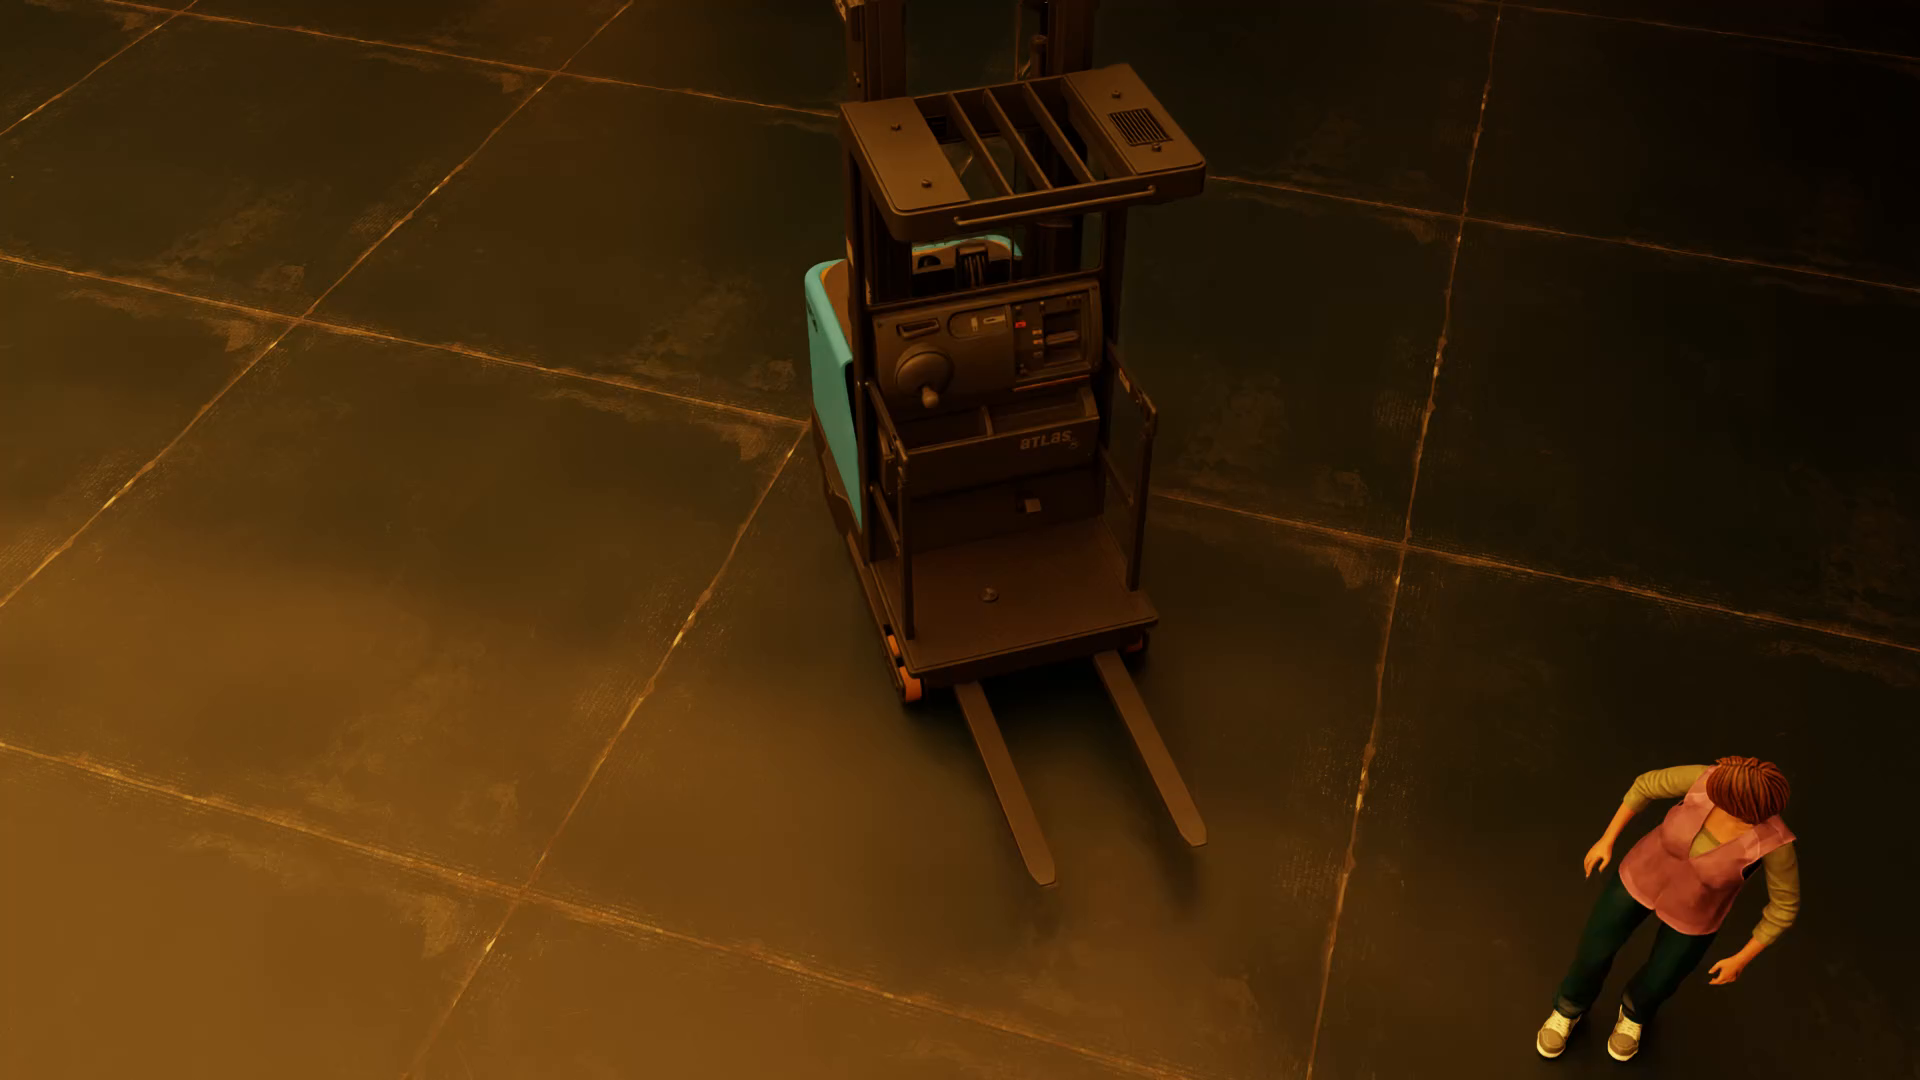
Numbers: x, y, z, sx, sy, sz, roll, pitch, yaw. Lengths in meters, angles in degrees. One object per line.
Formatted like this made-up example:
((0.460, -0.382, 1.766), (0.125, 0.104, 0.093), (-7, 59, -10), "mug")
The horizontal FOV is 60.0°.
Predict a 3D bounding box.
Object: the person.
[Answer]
((2.307, 1.219, 5.390), (0.613, 1.563, 0.448), (33, 52, 30), "person")

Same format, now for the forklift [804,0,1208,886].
((0.182, -0.685, 6.426), (1.130, 2.935, 3.031), (-12, 44, -12), "forklift")
